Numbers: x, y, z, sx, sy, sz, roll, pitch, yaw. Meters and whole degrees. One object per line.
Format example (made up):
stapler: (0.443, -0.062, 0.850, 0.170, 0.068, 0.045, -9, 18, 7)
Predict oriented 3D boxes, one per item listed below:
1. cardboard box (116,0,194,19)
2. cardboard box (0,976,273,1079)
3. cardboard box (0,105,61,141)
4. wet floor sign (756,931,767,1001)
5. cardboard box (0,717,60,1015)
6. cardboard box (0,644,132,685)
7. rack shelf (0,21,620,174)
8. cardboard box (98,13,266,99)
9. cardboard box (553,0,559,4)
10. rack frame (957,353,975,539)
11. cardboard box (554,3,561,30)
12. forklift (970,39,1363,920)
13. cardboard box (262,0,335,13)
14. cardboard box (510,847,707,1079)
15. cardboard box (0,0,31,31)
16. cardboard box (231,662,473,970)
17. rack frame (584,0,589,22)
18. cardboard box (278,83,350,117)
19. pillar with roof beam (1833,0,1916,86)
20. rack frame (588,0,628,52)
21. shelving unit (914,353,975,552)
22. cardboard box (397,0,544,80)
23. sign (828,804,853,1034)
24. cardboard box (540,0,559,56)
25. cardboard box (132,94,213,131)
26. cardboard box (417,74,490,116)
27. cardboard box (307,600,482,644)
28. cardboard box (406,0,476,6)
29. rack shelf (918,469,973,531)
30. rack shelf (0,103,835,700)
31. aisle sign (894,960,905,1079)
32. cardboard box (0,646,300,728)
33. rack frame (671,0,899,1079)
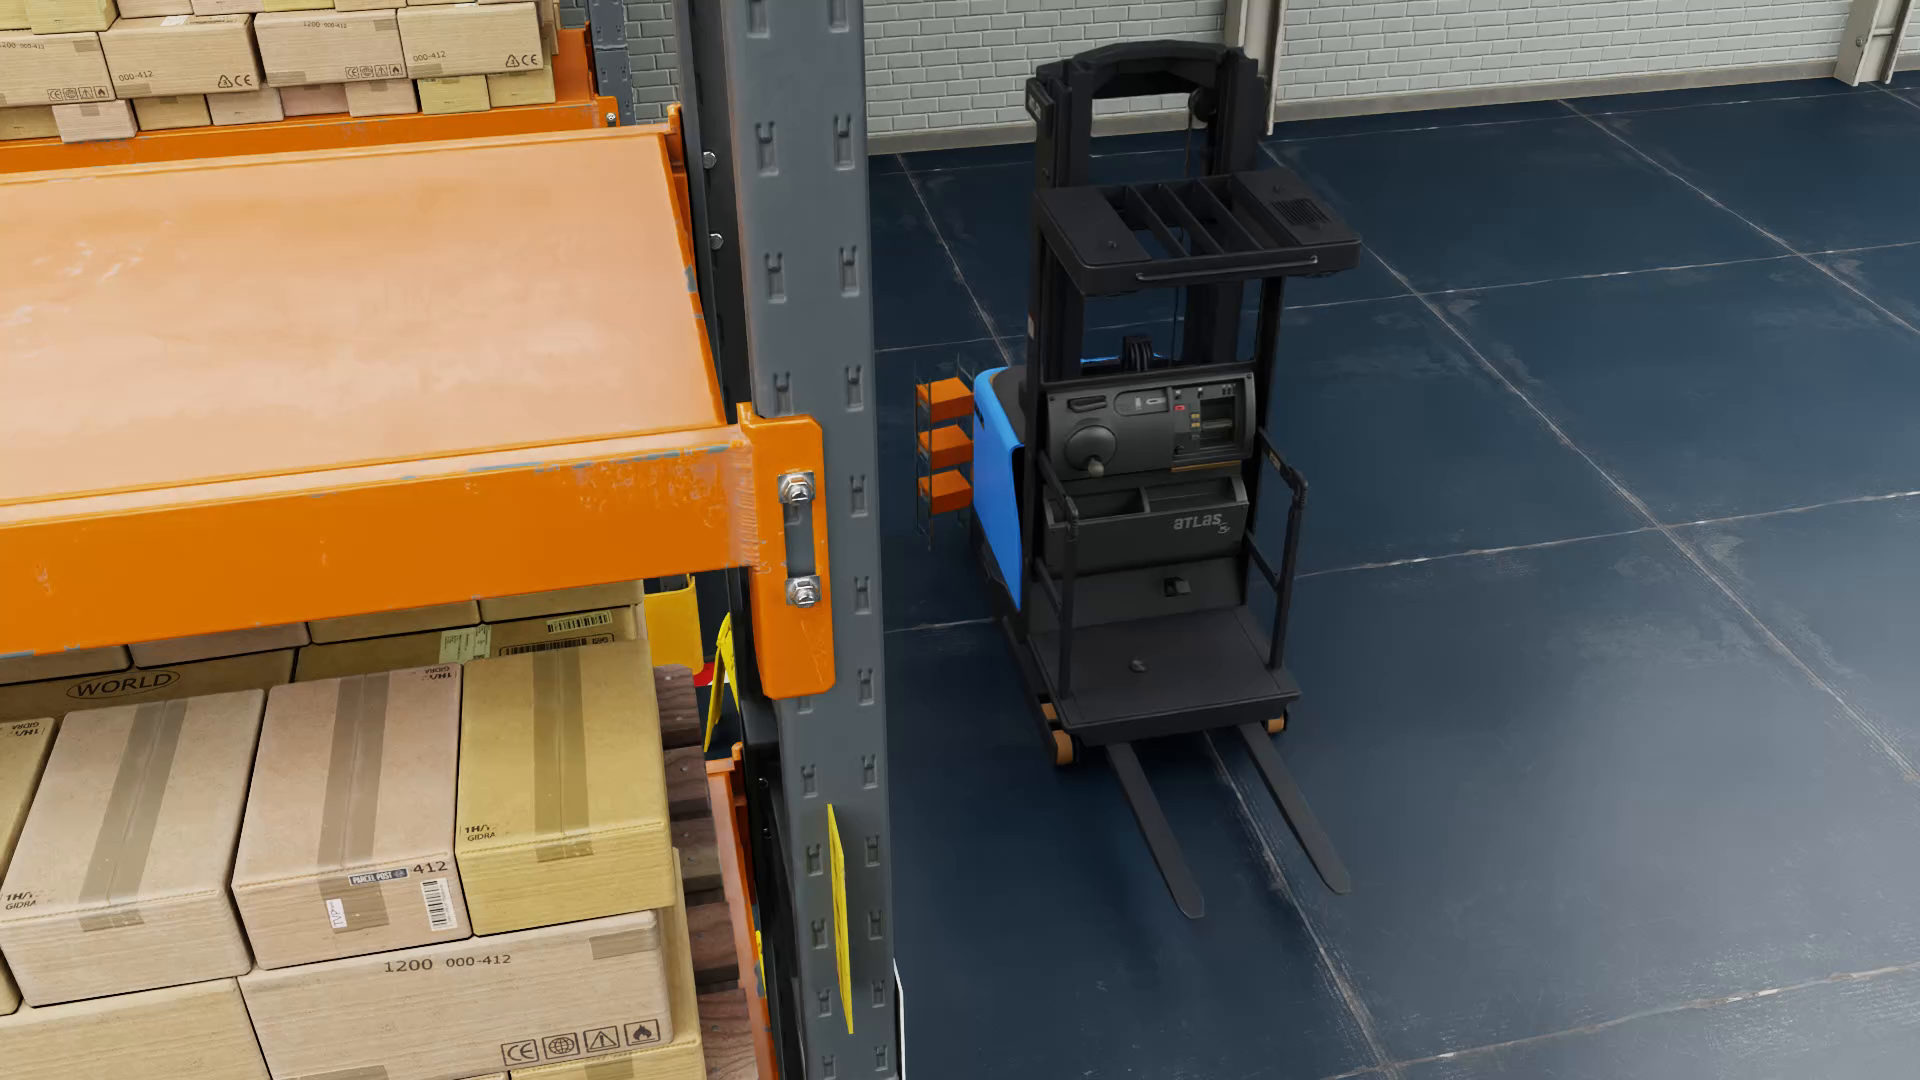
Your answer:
cardboard box: (-2.980, -2.076, 6.193, 0.250, 0.149, 0.380, -8, 35, -12)
cardboard box: (-1.164, 0.523, 2.211, 0.500, 0.250, 0.500, -7, 35, -10)
cardboard box: (-3.487, -1.649, 6.272, 0.250, 0.149, 0.380, -7, 34, -10)
wet floor sign: (-0.669, 1.671, 5.904, 0.232, 0.644, 0.267, -13, 36, -19)
cardboard box: (-1.260, 0.404, 2.030, 0.250, 0.149, 0.380, -7, 34, -10)
cardboard box: (-1.397, 0.045, 2.565, 0.250, 0.149, 0.380, -7, 34, -10)
rack shelf: (-3.401, -1.606, 6.628, 4.000, 0.370, 1.077, -7, 35, -11)
cardboard box: (-2.886, -1.875, 6.251, 0.500, 0.250, 0.500, -6, 34, -9)
cardboard box: (-2.826, -3.718, 11.150, 0.250, 0.149, 0.380, -7, 34, -10)
rack frame: (0.030, -0.474, 8.736, 0.008, 1.050, 0.200, -14, 37, -20)
cardboard box: (-2.971, -3.441, 11.319, 0.500, 0.500, 0.500, -8, 35, -12)
forklift: (0.877, -0.437, 6.993, 1.130, 2.935, 3.031, -7, 35, -11)
cardboard box: (-2.479, -2.120, 6.258, 0.250, 0.149, 0.380, -7, 34, -10)
cardboard box: (-0.510, 0.641, 2.393, 0.250, 0.149, 0.380, -7, 35, -11)
cardboard box: (-3.475, -1.983, 6.054, 0.250, 0.149, 0.380, -7, 34, -10)
cardboard box: (-0.758, 0.340, 2.125, 0.250, 0.149, 0.380, -7, 34, -10)
rack frame: (-2.549, -3.602, 11.649, 0.127, 3.000, 1.000, -7, 35, -11)
cardboard box: (-2.501, -1.793, 6.487, 0.250, 0.149, 0.380, -7, 34, -10)
pillar with roof beam: (9.227, -5.633, 9.292, 0.400, 9.000, 9.100, -7, 35, -11)
rack frame: (-1.451, -3.396, 5.958, 0.127, 3.000, 1.000, -7, 35, -11)
shelving unit: (-0.081, -0.446, 8.694, 0.252, 1.050, 0.215, -14, 37, -20)
cardboard box: (-1.890, -2.003, 6.441, 0.500, 0.250, 0.500, -8, 35, -11)
sign: (-0.154, 0.489, 2.137, 0.005, 0.325, 0.100, -7, 35, -11)
cardboard box: (-1.846, -2.182, 7.066, 0.250, 0.149, 0.380, -7, 35, -10)
cardboard box: (-2.992, -1.708, 6.360, 0.250, 0.149, 0.380, -8, 35, -12)
cardboard box: (-1.972, -1.802, 6.500, 0.250, 0.149, 0.380, -7, 34, -10)
cardboard box: (-0.900, -0.017, 2.658, 0.250, 0.149, 0.380, -7, 34, -10)
cardboard box: (-1.975, -2.165, 6.325, 0.250, 0.149, 0.380, -7, 34, -10)
rack shelf: (-0.082, -0.208, 8.857, 0.240, 0.259, 0.215, -14, 37, -20)
rack shelf: (-2.211, -0.008, 1.913, 4.000, 0.370, 1.077, -7, 35, -11)
aisle sign: (-0.125, 0.848, 2.685, 0.004, 0.787, 0.394, -7, 35, -11)
cardboard box: (-1.282, 0.233, 2.643, 0.500, 0.250, 0.500, -8, 35, -11)
rack frame: (-0.260, -0.718, 1.968, 0.127, 3.000, 1.000, -7, 35, -11)
